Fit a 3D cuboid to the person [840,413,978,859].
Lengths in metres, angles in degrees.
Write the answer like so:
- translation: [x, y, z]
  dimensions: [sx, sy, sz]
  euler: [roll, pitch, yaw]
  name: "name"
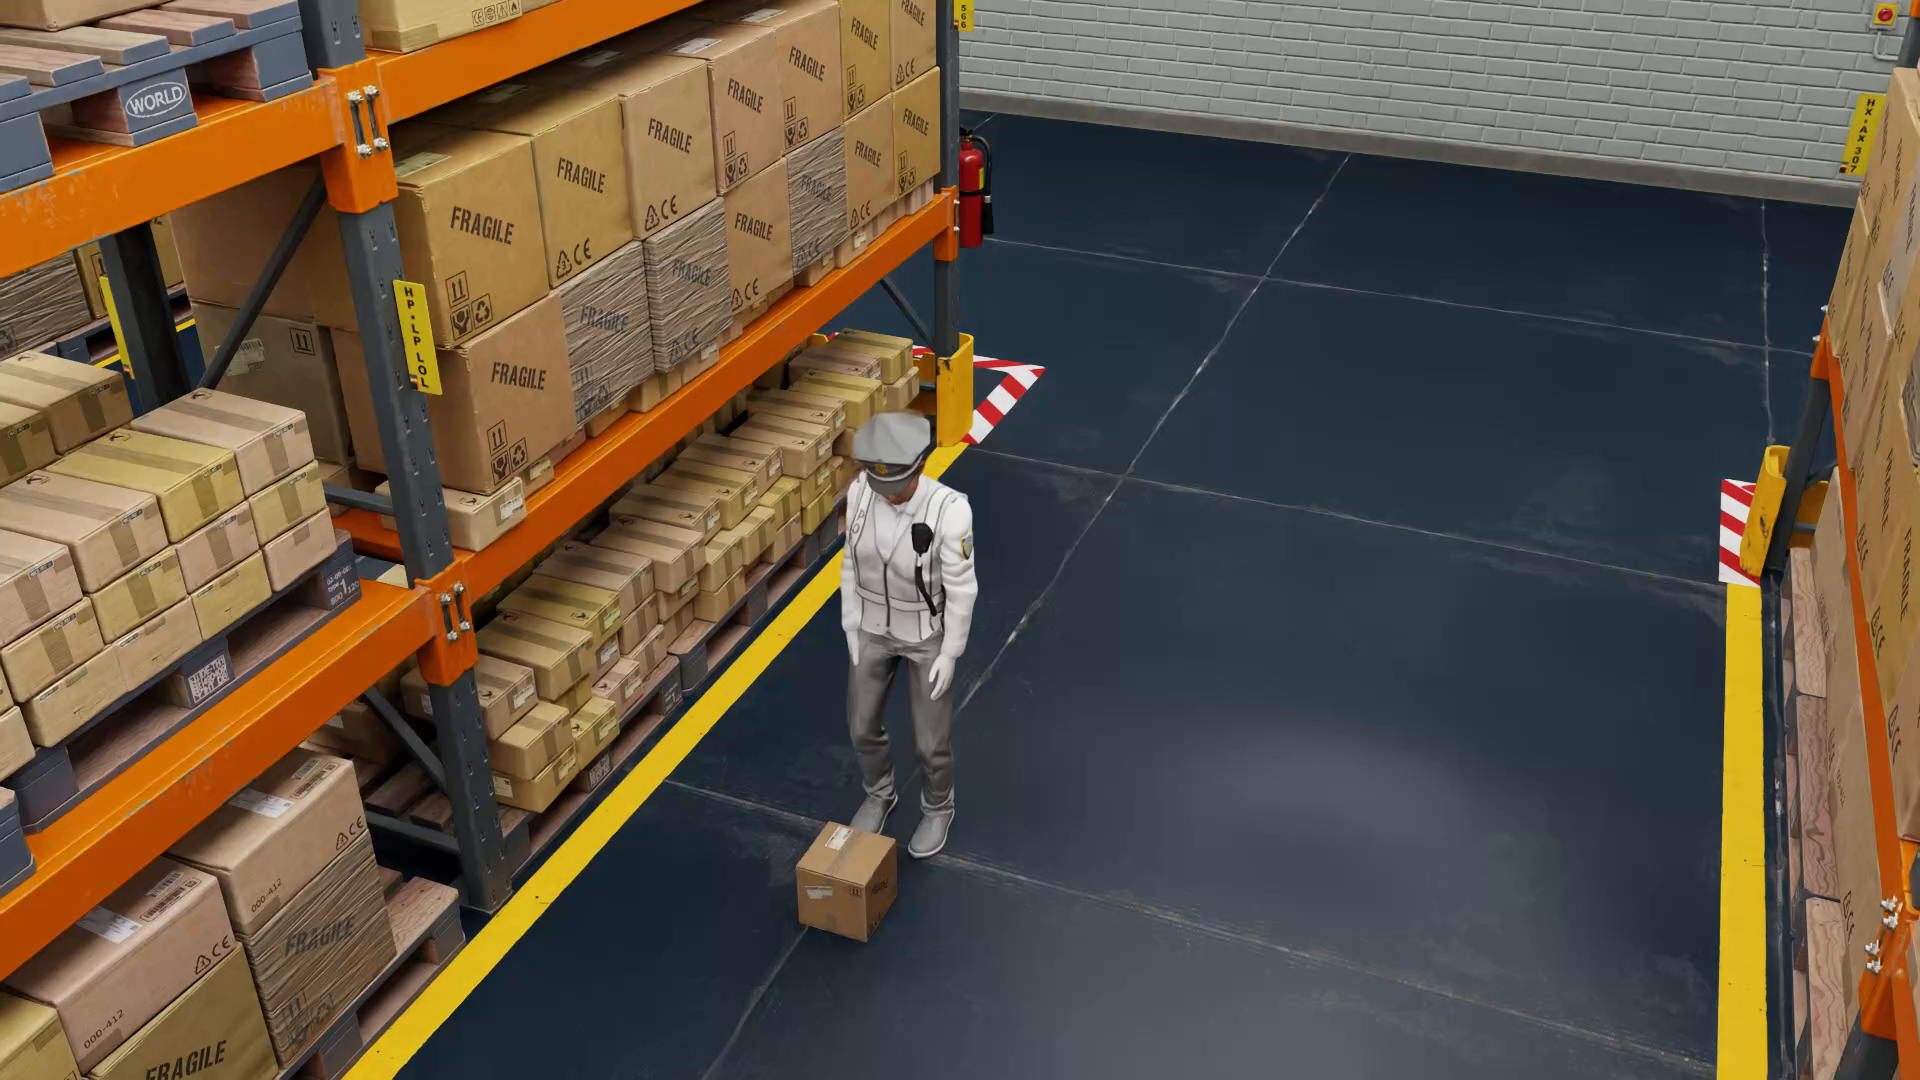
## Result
- translation: [-0.179, 0.335, 5.574]
  dimensions: [0.488, 1.649, 0.396]
  euler: [12, 32, 20]
  name: "person"
